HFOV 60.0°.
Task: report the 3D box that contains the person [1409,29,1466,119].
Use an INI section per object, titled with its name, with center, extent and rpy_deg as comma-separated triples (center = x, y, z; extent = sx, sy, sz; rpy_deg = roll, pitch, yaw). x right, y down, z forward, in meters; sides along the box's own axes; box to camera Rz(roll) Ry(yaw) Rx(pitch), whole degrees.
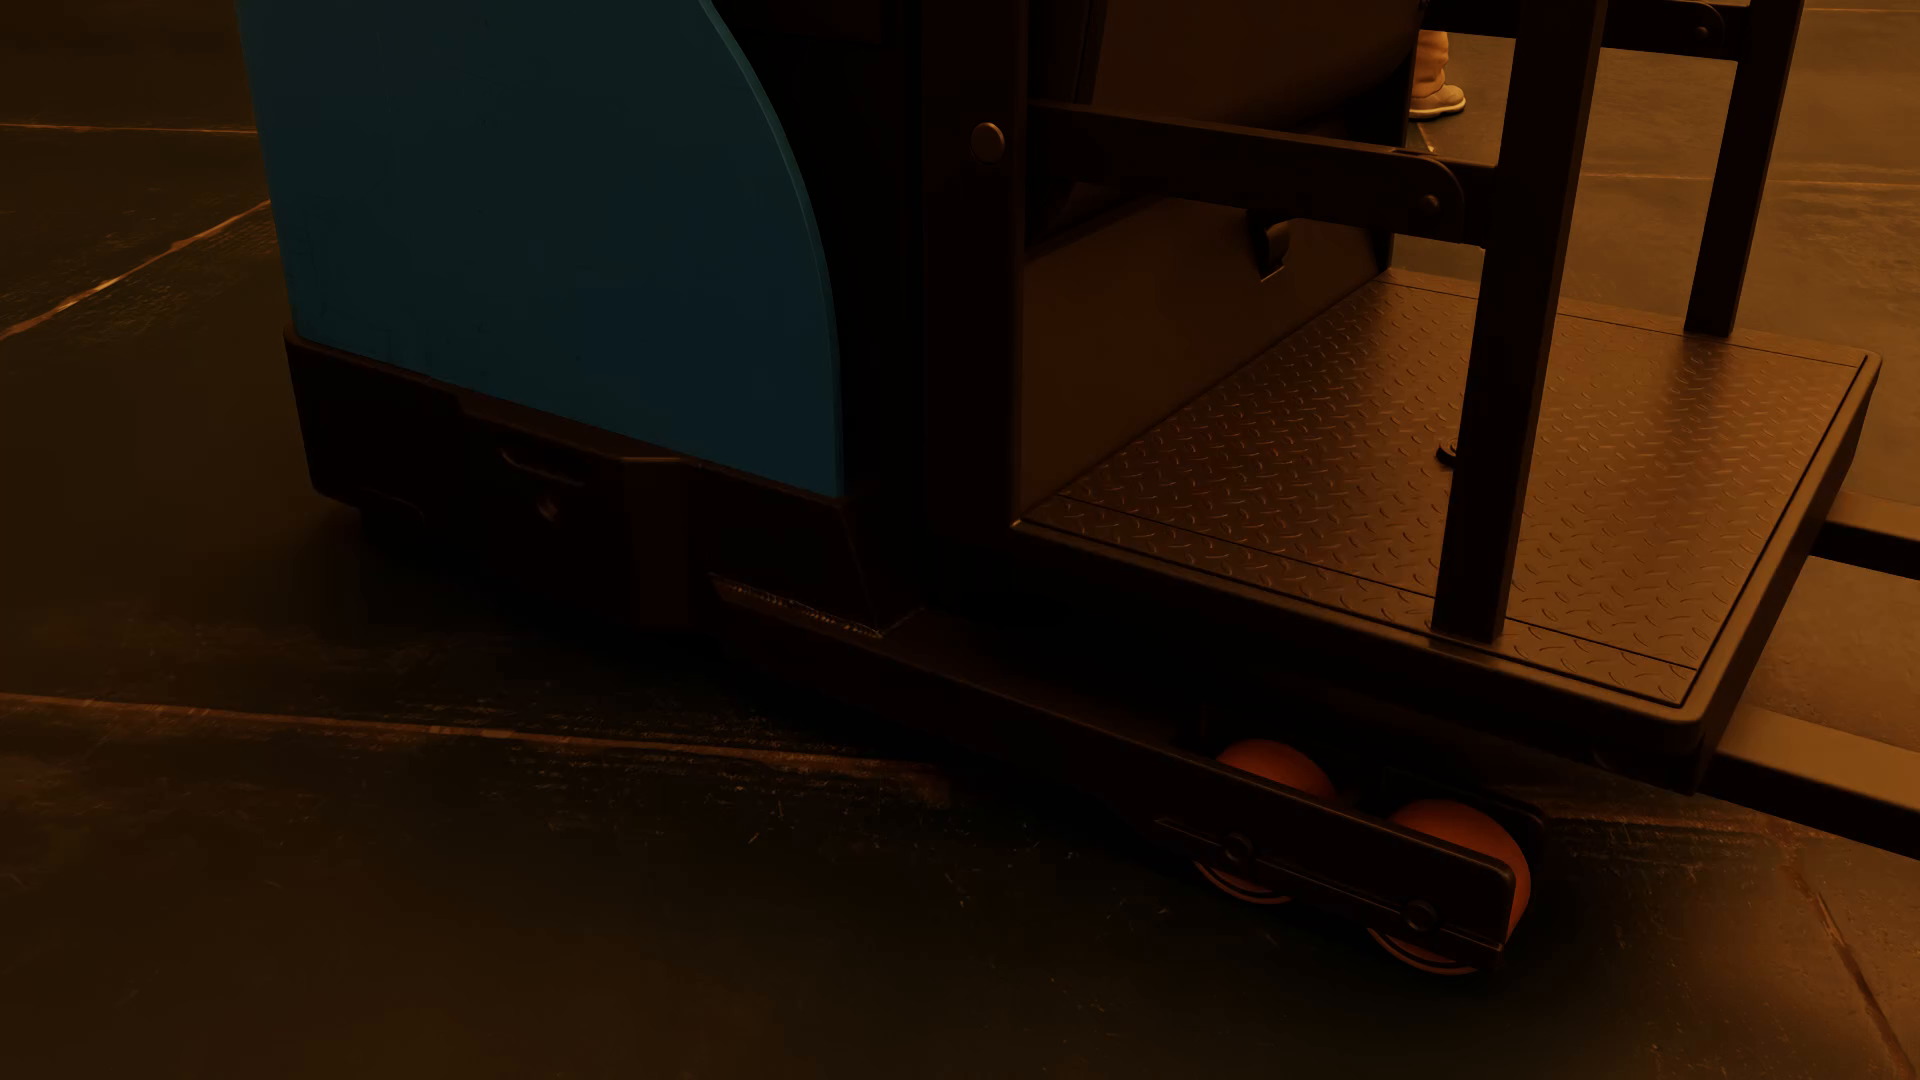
[person]
center = 1.255, -2.122, 4.816
extent = 0.599, 1.727, 0.388
rpy_deg = 10, 28, 20

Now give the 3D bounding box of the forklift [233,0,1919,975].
[forklift]
center = 0.521, -1.155, 1.532
extent = 3.031, 2.935, 1.130
rpy_deg = 17, 31, 30
